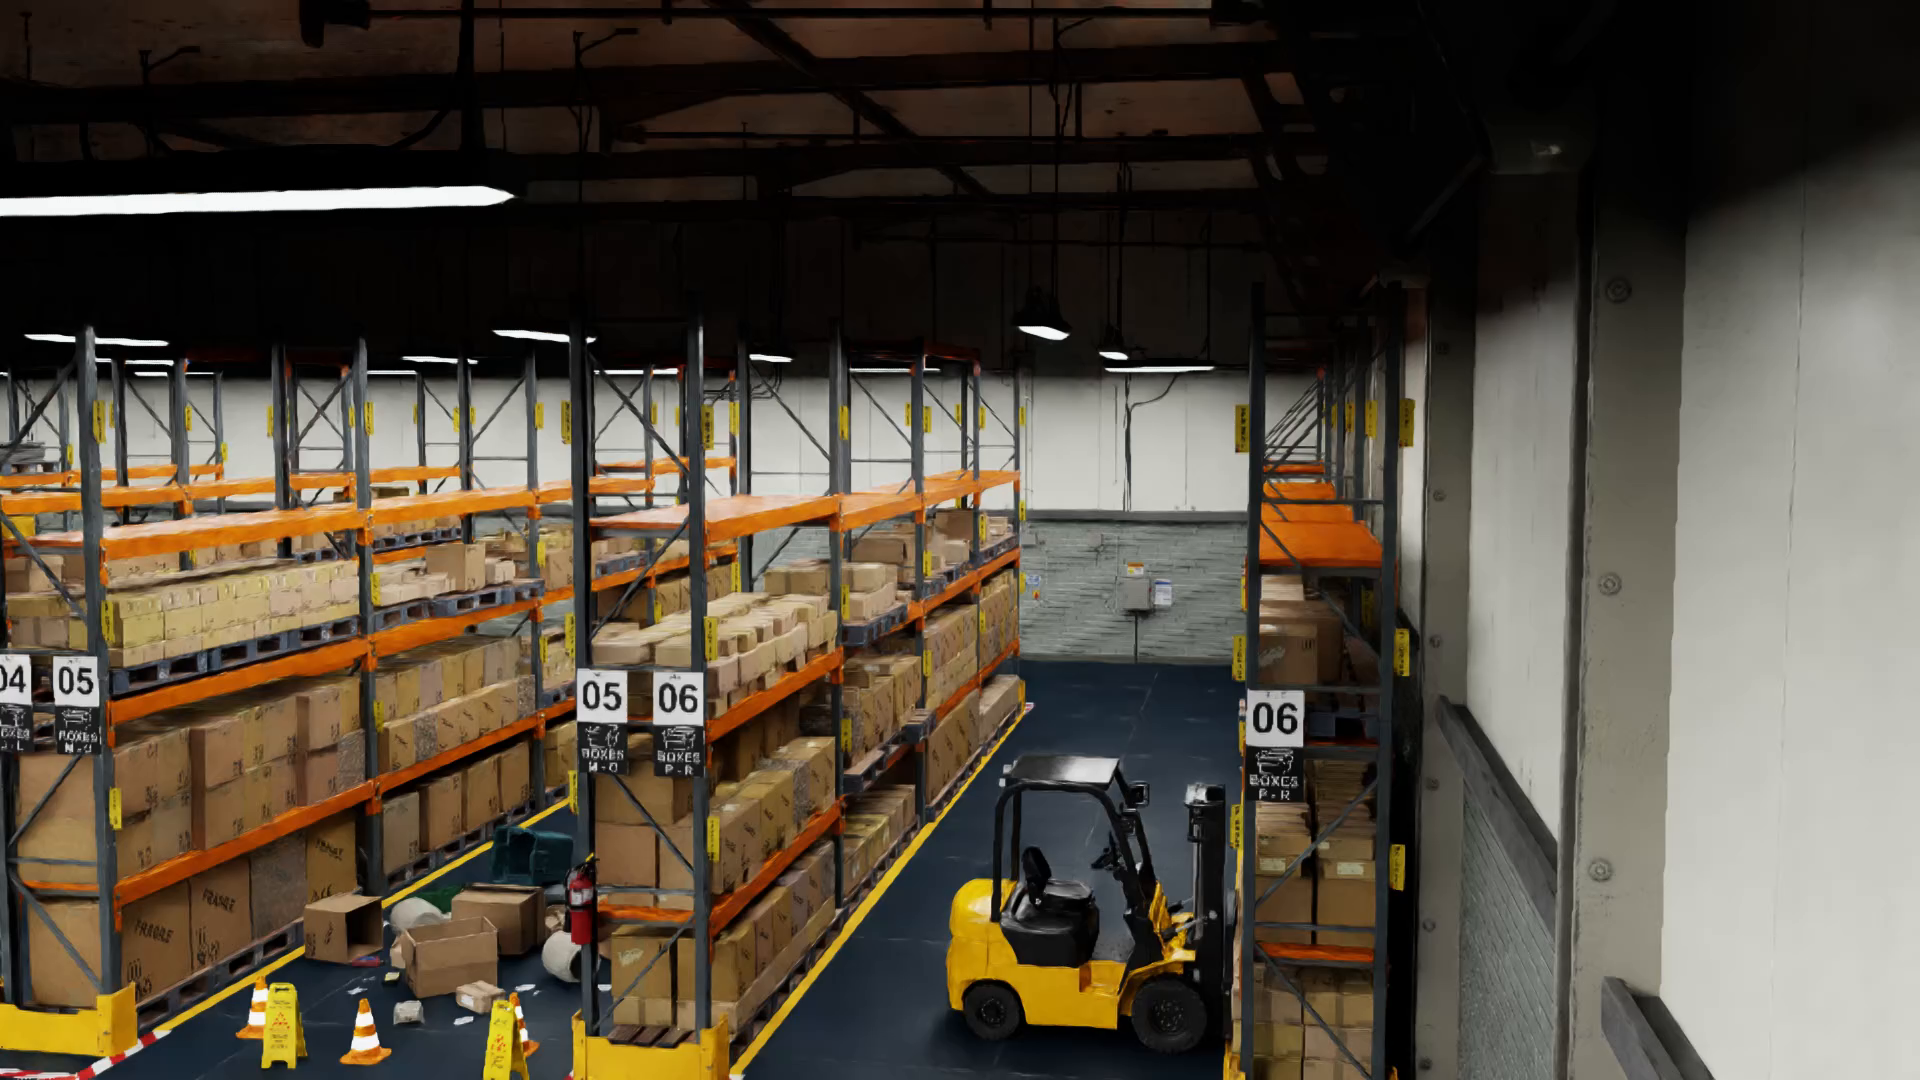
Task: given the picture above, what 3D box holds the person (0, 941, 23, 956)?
[{"bbox_3d":[-9.230,3.082,15.349,0.537,1.701,0.981,3,5,32],"label":"person"}]
